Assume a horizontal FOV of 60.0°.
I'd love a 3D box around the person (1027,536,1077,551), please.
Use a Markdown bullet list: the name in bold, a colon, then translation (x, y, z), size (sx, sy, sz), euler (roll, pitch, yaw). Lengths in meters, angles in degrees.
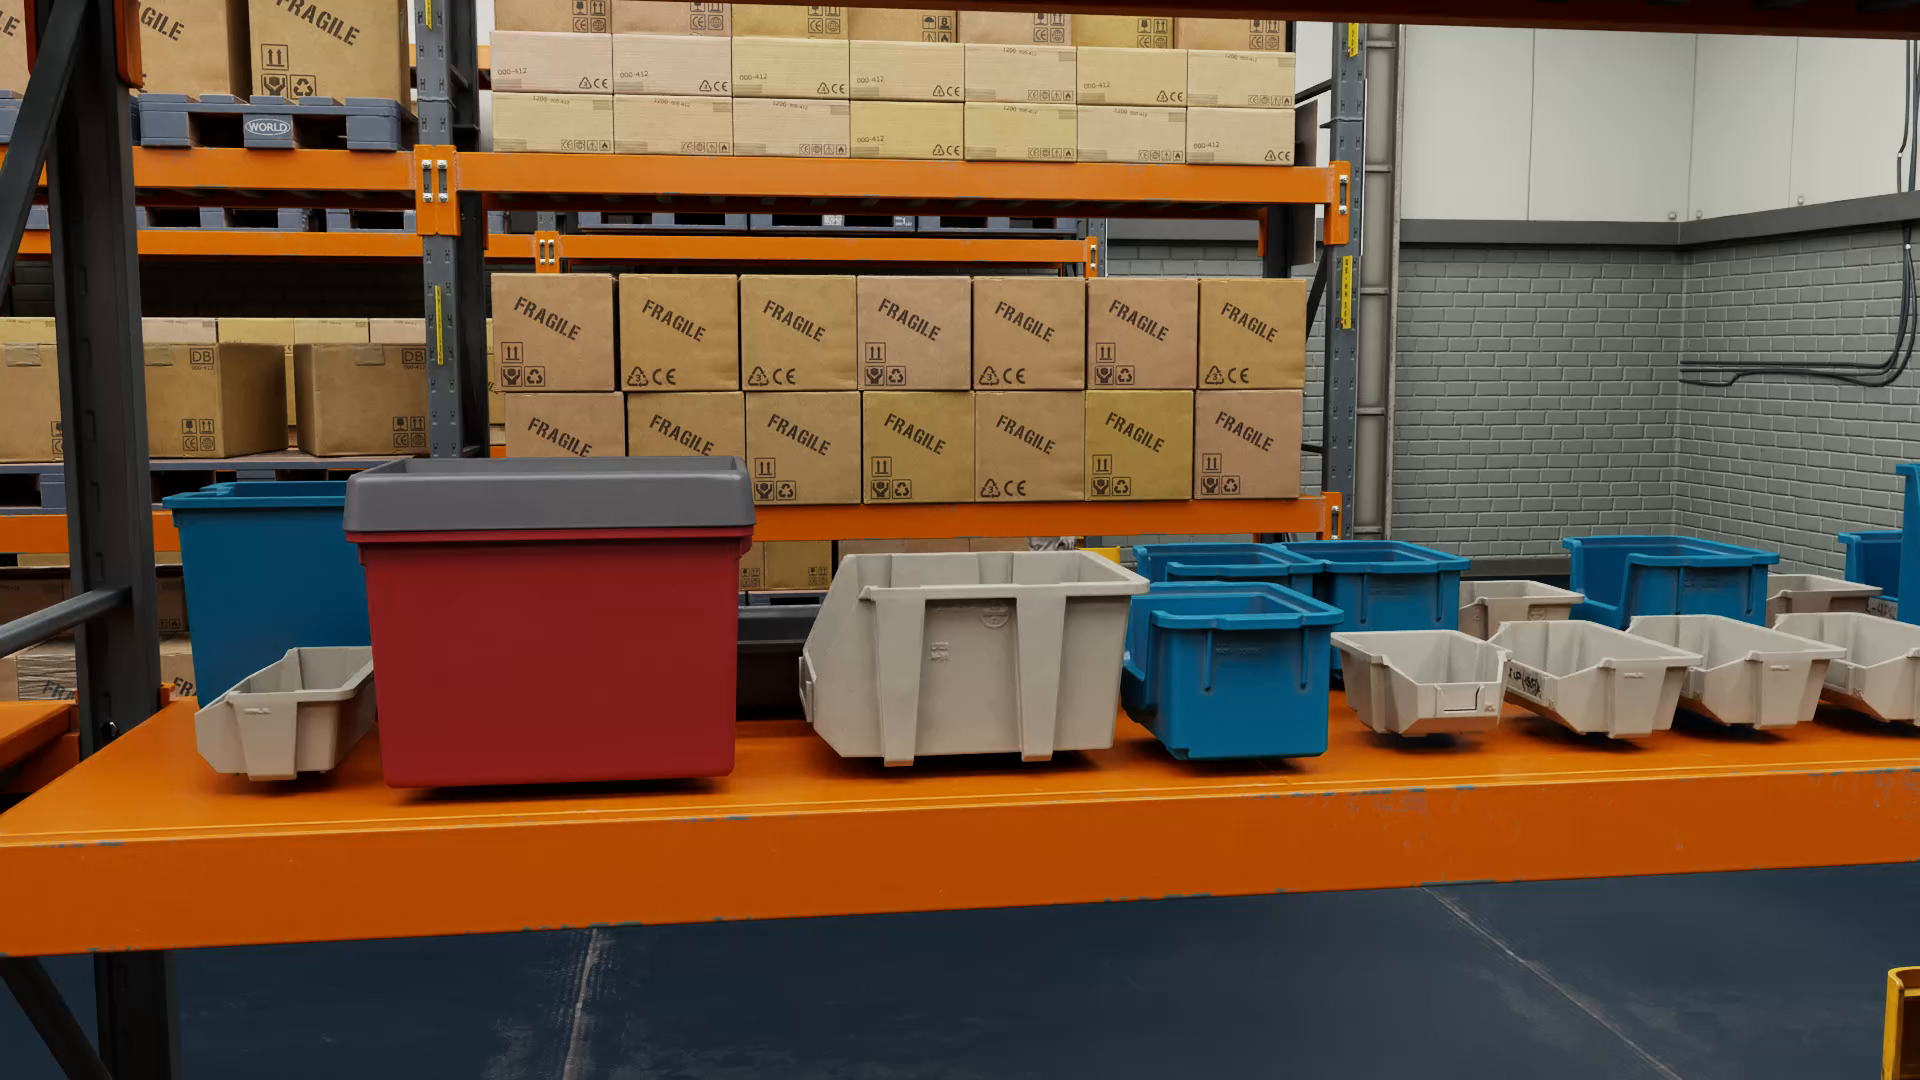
- **person**: translation (0.575, -0.069, 10.255), size (0.448, 1.780, 0.610), euler (-1, 6, -8)
